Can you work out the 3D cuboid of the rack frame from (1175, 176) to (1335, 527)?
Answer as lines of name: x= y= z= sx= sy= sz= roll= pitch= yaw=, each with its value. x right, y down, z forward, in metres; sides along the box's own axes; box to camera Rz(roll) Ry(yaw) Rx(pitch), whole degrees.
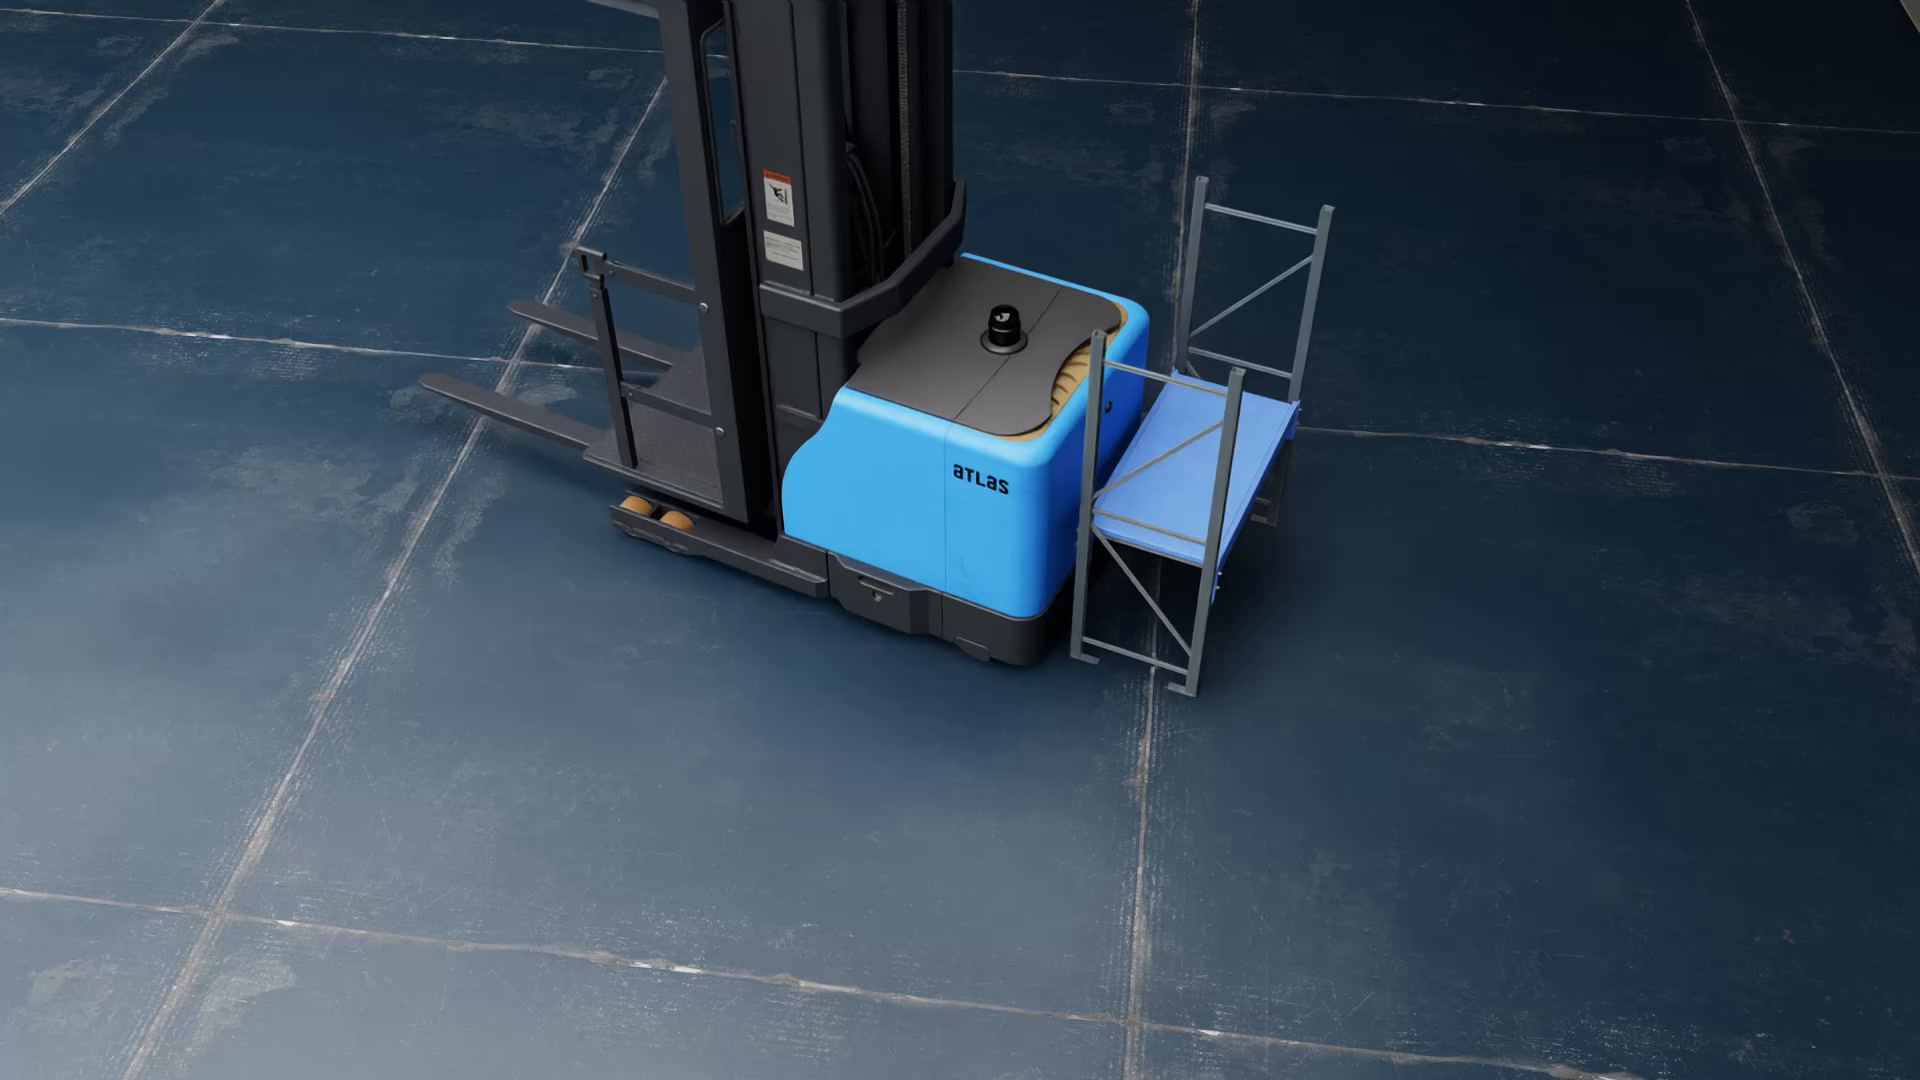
rack frame: x=1.073 y=-0.677 z=6.374 sx=0.500 sy=1.500 sz=0.032 roll=18 pitch=46 yaw=18

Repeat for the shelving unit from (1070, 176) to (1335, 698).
shelving unit: x=0.860 y=-0.360 z=6.039 sx=0.538 sy=1.500 sz=1.048 roll=18 pitch=46 yaw=18

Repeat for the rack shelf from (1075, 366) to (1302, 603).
rack shelf: x=0.860 y=-0.229 z=6.163 sx=0.538 sy=0.185 sz=1.000 roll=18 pitch=46 yaw=18

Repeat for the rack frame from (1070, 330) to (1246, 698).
rack frame: x=0.648 y=-0.042 z=5.703 sx=0.500 sy=1.500 sz=0.032 roll=18 pitch=46 yaw=18

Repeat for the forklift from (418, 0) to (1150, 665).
forklift: x=-0.837 y=-1.318 z=6.011 sx=3.031 sy=2.935 sz=1.130 roll=19 pitch=47 yaw=19
